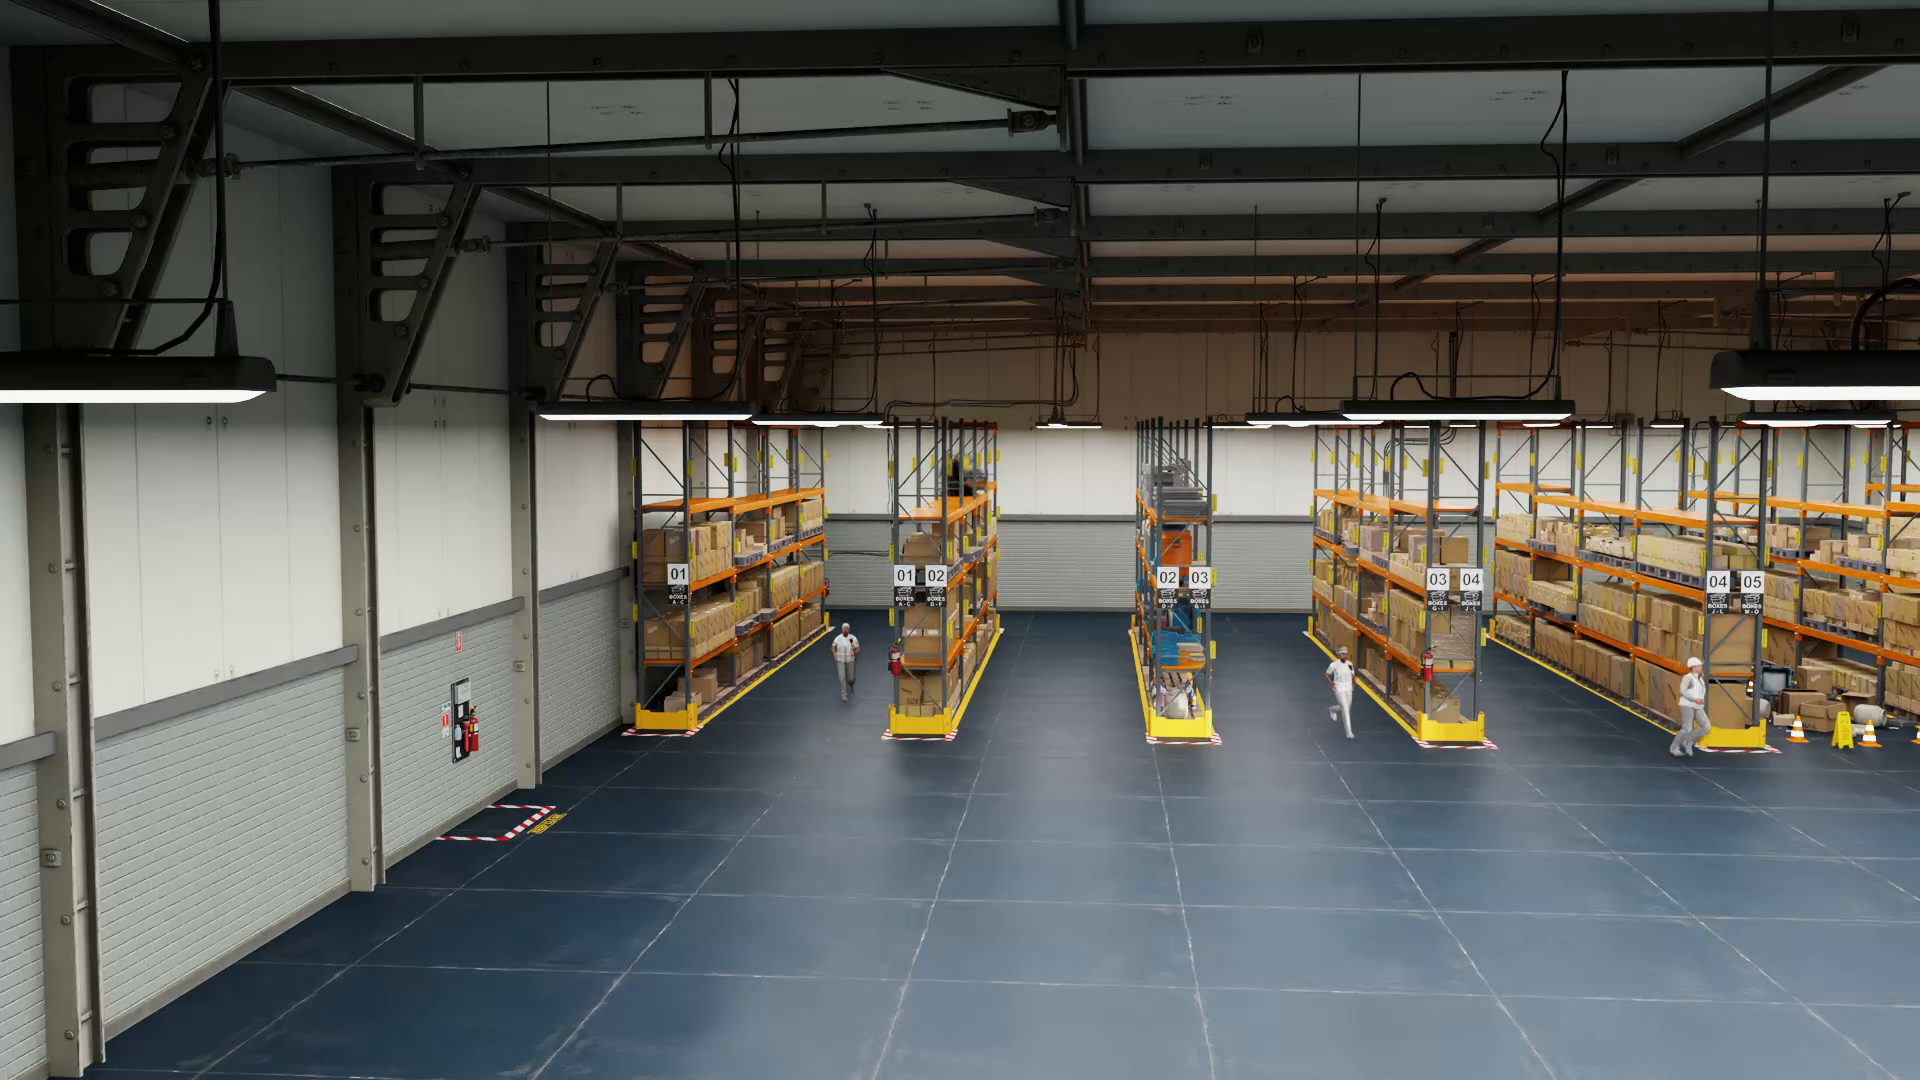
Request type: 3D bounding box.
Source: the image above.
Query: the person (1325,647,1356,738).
[{"bbox_3d":[7.222,2.858,31.505,0.535,1.690,0.978,-1,4,-20],"label":"person"}]

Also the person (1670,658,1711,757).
[{"bbox_3d":[12.927,2.936,29.293,0.695,1.724,0.615,-3,4,-34],"label":"person"}]

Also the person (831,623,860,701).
[{"bbox_3d":[-2.451,2.590,35.547,0.615,1.624,0.727,0,4,-5],"label":"person"}]
